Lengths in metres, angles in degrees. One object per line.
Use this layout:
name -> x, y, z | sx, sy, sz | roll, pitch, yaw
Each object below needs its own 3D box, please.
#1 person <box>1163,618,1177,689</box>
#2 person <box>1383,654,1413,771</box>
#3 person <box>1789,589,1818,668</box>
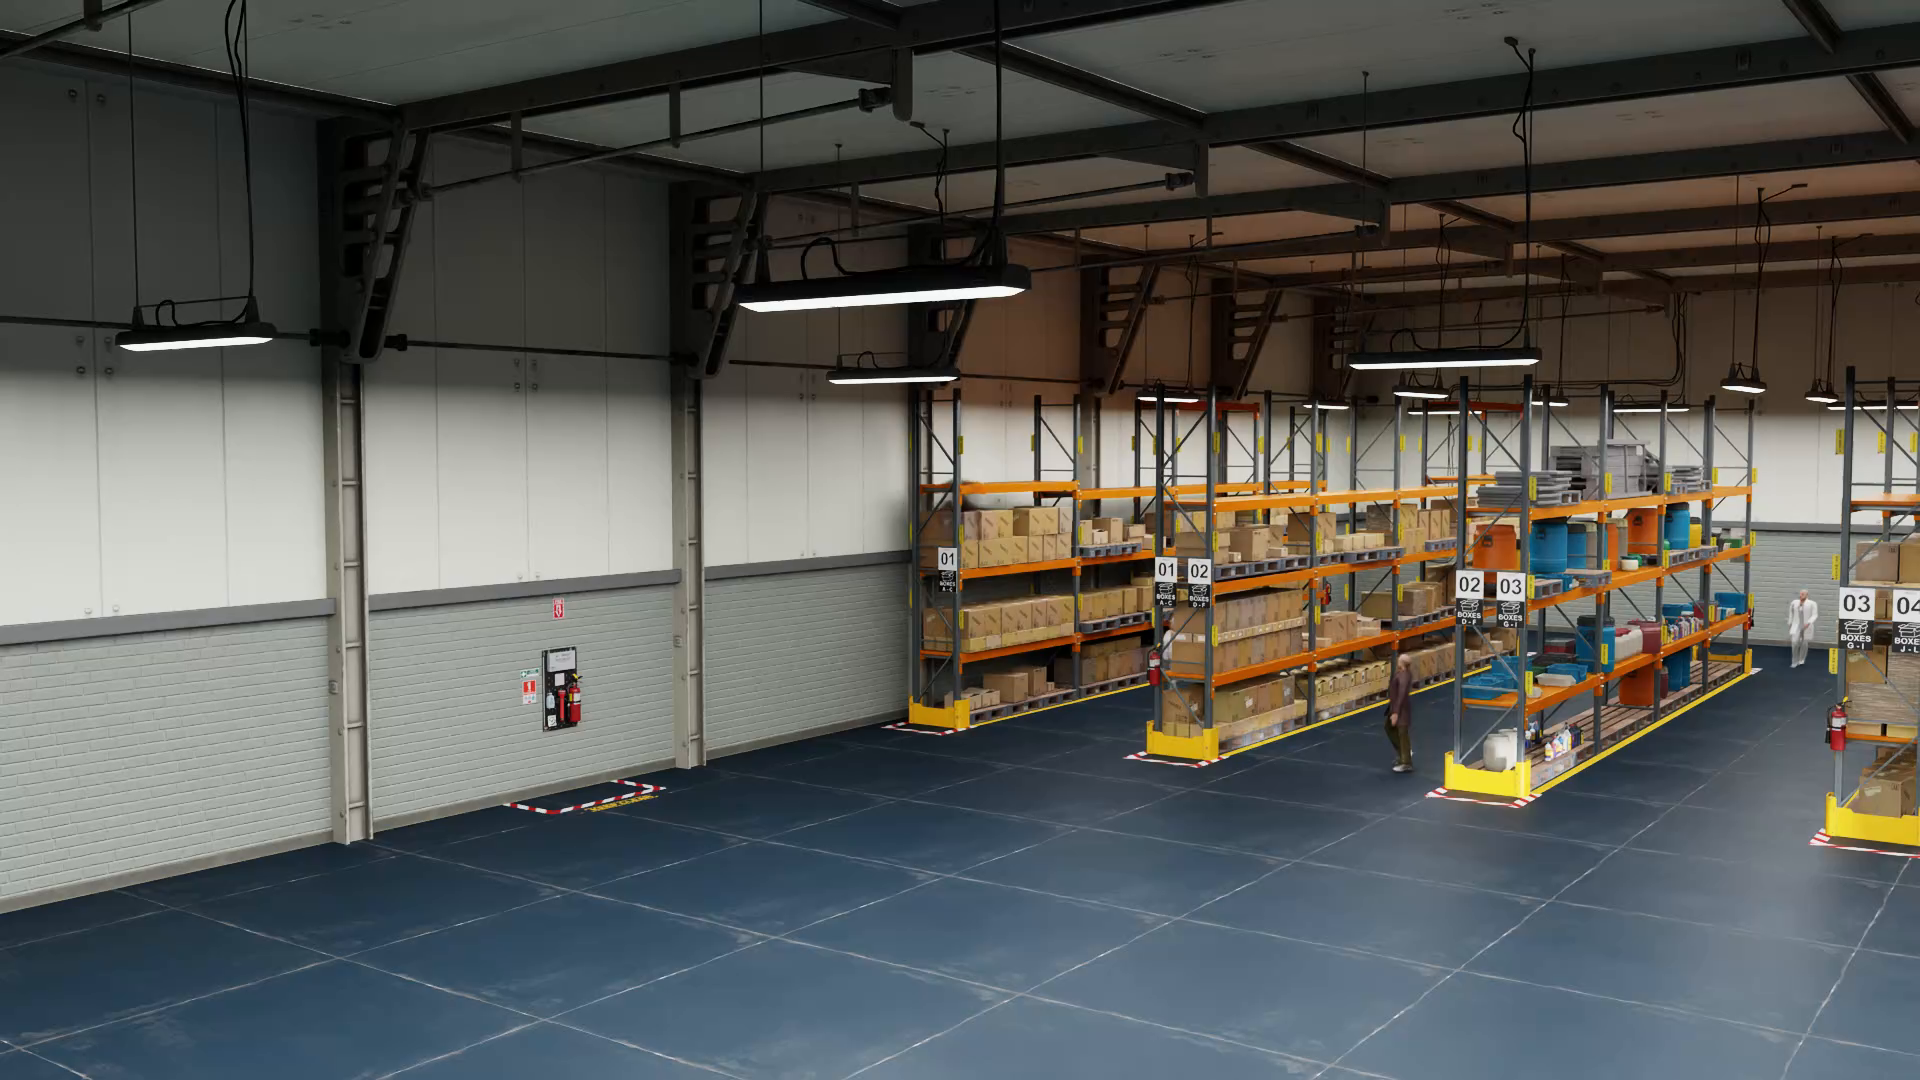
person -> 4.166, 2.337, 32.635 | 0.549, 1.614, 0.949 | 1, 4, 24
person -> 6.797, 2.640, 25.676 | 0.466, 1.776, 0.711 | 0, 3, 4
person -> 19.092, 2.034, 37.684 | 0.605, 1.848, 0.822 | 2, 4, 31
